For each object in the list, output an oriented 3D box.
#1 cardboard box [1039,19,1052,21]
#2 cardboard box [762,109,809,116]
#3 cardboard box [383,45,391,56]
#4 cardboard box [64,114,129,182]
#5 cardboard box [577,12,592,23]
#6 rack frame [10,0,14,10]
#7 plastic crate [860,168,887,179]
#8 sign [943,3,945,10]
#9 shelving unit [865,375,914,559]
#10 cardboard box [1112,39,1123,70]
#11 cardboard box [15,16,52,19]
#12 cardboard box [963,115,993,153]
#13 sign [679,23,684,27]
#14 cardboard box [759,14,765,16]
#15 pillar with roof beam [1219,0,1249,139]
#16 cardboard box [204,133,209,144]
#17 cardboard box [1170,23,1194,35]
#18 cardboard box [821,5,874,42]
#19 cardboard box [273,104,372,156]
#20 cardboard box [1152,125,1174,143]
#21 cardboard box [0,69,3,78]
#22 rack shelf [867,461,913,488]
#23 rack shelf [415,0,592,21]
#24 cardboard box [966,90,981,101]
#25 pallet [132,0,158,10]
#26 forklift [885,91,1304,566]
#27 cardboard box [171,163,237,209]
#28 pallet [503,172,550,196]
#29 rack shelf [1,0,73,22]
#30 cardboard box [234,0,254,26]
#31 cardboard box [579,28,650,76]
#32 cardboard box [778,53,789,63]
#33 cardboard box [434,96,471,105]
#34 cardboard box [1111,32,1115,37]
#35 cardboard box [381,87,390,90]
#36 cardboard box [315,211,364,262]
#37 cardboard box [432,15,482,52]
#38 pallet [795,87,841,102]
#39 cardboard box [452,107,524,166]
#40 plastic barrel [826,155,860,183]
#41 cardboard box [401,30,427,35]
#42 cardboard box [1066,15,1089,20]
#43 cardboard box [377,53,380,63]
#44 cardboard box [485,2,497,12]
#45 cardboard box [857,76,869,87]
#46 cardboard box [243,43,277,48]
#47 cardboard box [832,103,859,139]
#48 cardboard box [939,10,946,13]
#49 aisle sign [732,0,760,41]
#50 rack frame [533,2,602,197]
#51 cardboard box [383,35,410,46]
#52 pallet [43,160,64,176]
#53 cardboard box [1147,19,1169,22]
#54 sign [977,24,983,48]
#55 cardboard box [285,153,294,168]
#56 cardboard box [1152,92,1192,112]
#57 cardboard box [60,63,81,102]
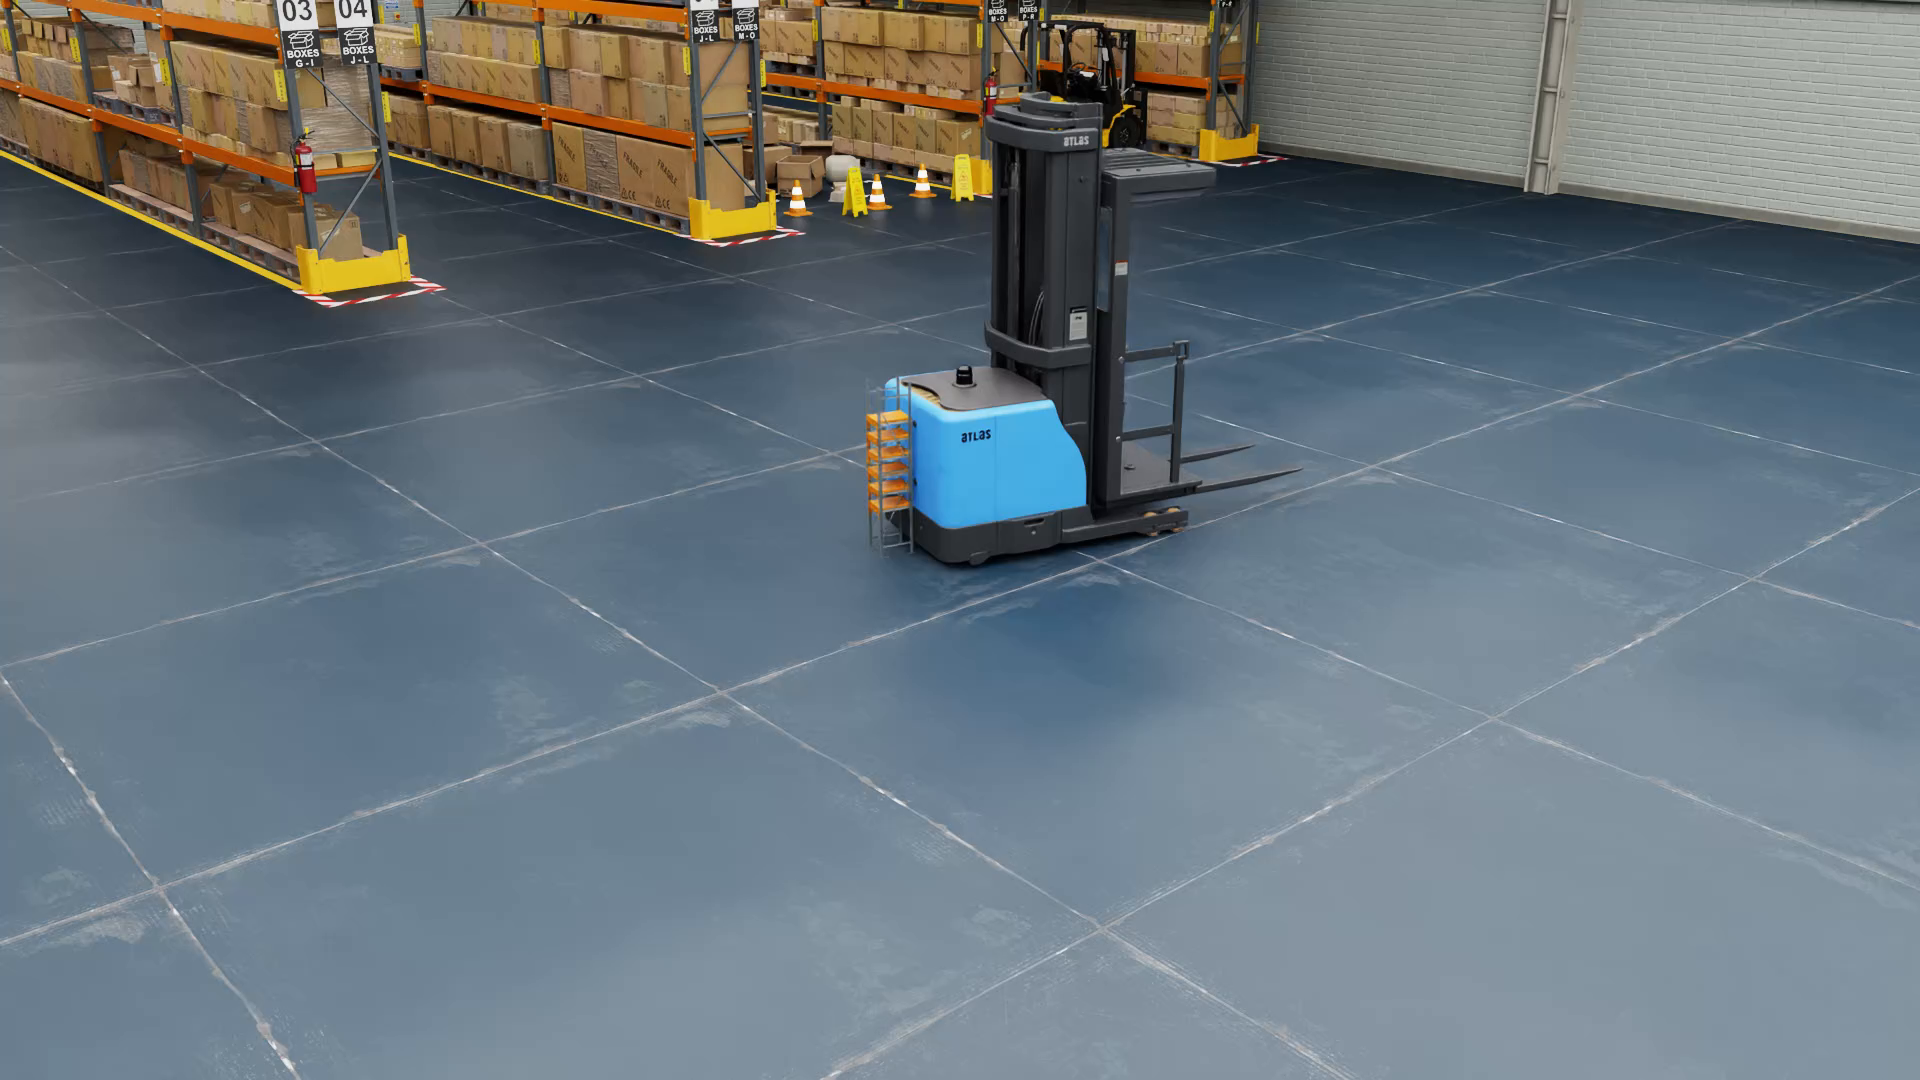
[{"bbox_3d":[1.661,-9.502,30.604,0.380,0.149,0.250,-19,28,-39],"label":"cardboard box"},{"bbox_3d":[-3.166,-7.241,28.887,0.950,0.372,0.625,-16,27,-36],"label":"cardboard box"},{"bbox_3d":[-9.206,-8.025,27.221,0.380,0.149,0.250,-17,27,-36],"label":"cardboard box"},{"bbox_3d":[-12.448,-5.883,24.730,1.225,0.875,0.875,-19,28,-40],"label":"cardboard box"},{"bbox_3d":[-7.047,-10.268,32.079,0.500,0.500,0.500,-17,27,-37],"label":"cardboard box"},{"bbox_3d":[-17.235,-8.692,29.563,1.000,3.000,0.127,-17,27,-37],"label":"rack frame"},{"bbox_3d":[-1.491,-5.747,26.048,0.583,0.080,0.402,12,24,27],"label":"plastic crate"},{"bbox_3d":[-0.329,-10.696,33.091,0.100,0.325,0.005,-17,27,-37],"label":"sign"},{"bbox_3d":[-0.467,-0.479,11.061,0.258,1.200,0.189,-10,24,-24],"label":"shelving unit"},{"bbox_3d":[2.951,-8.356,28.569,0.500,0.500,0.500,-17,27,-37],"label":"cardboard box"},{"bbox_3d":[-15.402,-8.478,27.787,0.500,0.500,0.500,-19,28,-39],"label":"cardboard box"},{"bbox_3d":[0.383,-6.190,25.341,0.500,0.500,0.500,-19,28,-39],"label":"cardboard box"},{"bbox_3d":[-4.924,-9.247,29.392,0.100,0.325,0.005,-17,27,-37],"label":"sign"},{"bbox_3d":[-3.322,-8.883,28.929,0.500,0.500,0.500,-20,29,-41],"label":"cardboard box"},{"bbox_3d":[1.441,-9.989,24.647,9.100,9.000,0.400,-17,27,-37],"label":"pillar with roof beam"},{"bbox_3d":[-8.982,-4.927,20.295,0.380,0.149,0.250,-17,27,-37],"label":"cardboard box"},{"bbox_3d":[3.705,-8.476,27.576,0.380,0.149,0.250,-17,27,-36],"label":"cardboard box"},{"bbox_3d":[-1.772,-8.213,26.424,0.700,0.500,0.500,-18,28,-38],"label":"cardboard box"},{"bbox_3d":[-7.130,-4.615,18.609,0.875,0.500,0.500,-17,27,-37],"label":"cardboard box"},{"bbox_3d":[3.611,-6.923,28.240,0.500,0.250,0.500,-17,27,-37],"label":"cardboard box"},{"bbox_3d":[-15.575,-7.689,27.347,0.380,0.149,0.250,-17,27,-36],"label":"cardboard box"},{"bbox_3d":[-0.467,-0.437,11.077,0.258,0.103,0.180,-10,24,-24],"label":"rack shelf"},{"bbox_3d":[-6.884,-8.144,25.036,1.077,0.370,4.000,-17,27,-37],"label":"rack shelf"},{"bbox_3d":[0.310,-6.566,24.479,0.380,0.149,0.250,-16,27,-36],"label":"cardboard box"},{"bbox_3d":[-9.725,-6.882,21.085,1.213,0.211,1.003,-17,27,-37],"label":"pallet"},{"bbox_3d":[1.028,-1.550,11.423,3.031,2.935,1.130,-10,24,-24],"label":"forklift"},{"bbox_3d":[-10.084,-4.728,22.268,0.700,0.500,0.500,-18,27,-38],"label":"cardboard box"},{"bbox_3d":[-6.140,-5.426,25.048,1.003,0.211,1.213,-17,27,-37],"label":"pallet"},{"bbox_3d":[-13.319,-8.096,24.915,1.077,0.370,4.000,-17,27,-37],"label":"rack shelf"},{"bbox_3d":[-7.627,-5.808,18.293,0.500,0.250,0.500,-17,27,-37],"label":"cardboard box"},{"bbox_3d":[-4.669,-6.686,22.754,0.875,0.550,0.550,-17,27,-37],"label":"cardboard box"},{"bbox_3d":[-2.794,-8.030,27.642,0.380,0.149,0.250,-18,28,-38],"label":"cardboard box"},{"bbox_3d":[-8.456,-7.263,27.739,0.500,0.250,0.500,-19,28,-40],"label":"cardboard box"},{"bbox_3d":[2.686,-8.756,28.699,0.380,0.149,0.250,-19,28,-39],"label":"cardboard box"},{"bbox_3d":[-10.169,-7.707,28.871,0.500,0.250,0.500,-17,27,-36],"label":"cardboard box"},{"bbox_3d":[-7.186,-3.479,19.106,0.500,0.500,0.500,-12,24,-28],"label":"cardboard box"},{"bbox_3d":[-7.904,-8.020,26.340,0.700,0.500,0.500,-18,27,-38],"label":"cardboard box"},{"bbox_3d":[-2.799,-9.614,35.742,1.003,0.211,1.213,-17,27,-37],"label":"pallet"},{"bbox_3d":[-7.287,-6.352,26.098,1.050,0.750,0.750,-17,27,-37],"label":"cardboard box"},{"bbox_3d":[-1.779,-5.641,25.306,0.512,0.421,0.421,0,21,-1],"label":"plastic barrel"},{"bbox_3d":[-9.204,-8.527,28.094,0.380,0.149,0.250,-16,27,-36],"label":"cardboard box"},{"bbox_3d":[2.099,-9.200,29.426,0.380,0.149,0.250,-17,27,-37],"label":"cardboard box"},{"bbox_3d":[-9.526,-8.024,27.625,0.380,0.149,0.250,-19,28,-40],"label":"cardboard box"},{"bbox_3d":[-9.630,-11.363,34.874,0.500,0.500,0.500,-18,28,-39],"label":"cardboard box"},{"bbox_3d":[-1.396,-7.255,26.239,0.380,0.149,0.250,-16,27,-36],"label":"cardboard box"},{"bbox_3d":[-8.247,-5.692,19.988,0.500,0.500,0.500,-17,27,-37],"label":"cardboard box"},{"bbox_3d":[-1.714,-6.773,26.829,0.500,0.500,0.500,-16,26,-35],"label":"cardboard box"},{"bbox_3d":[-0.382,-10.330,32.719,0.380,0.149,0.250,-16,27,-36],"label":"cardboard box"},{"bbox_3d":[-2.694,-6.686,20.878,0.394,0.787,0.004,-17,27,-37],"label":"aisle sign"},{"bbox_3d":[-5.579,-6.529,24.041,1.000,3.000,0.127,-17,27,-37],"label":"rack frame"},{"bbox_3d":[-9.190,-8.159,27.154,0.380,0.149,0.250,-16,27,-36],"label":"cardboard box"},{"bbox_3d":[-14.064,-6.093,26.751,1.003,0.211,1.213,-17,27,-37],"label":"pallet"},{"bbox_3d":[3.429,-8.878,28.604,0.380,0.149,0.250,-17,27,-37],"label":"cardboard box"},{"bbox_3d":[0.283,-7.190,23.708,0.100,0.325,0.005,-17,27,-37],"label":"sign"},{"bbox_3d":[-7.296,-4.253,18.575,0.380,0.149,0.250,-17,27,-37],"label":"cardboard box"},{"bbox_3d":[3.600,-7.387,28.054,0.500,0.250,0.500,-17,27,-36],"label":"cardboard box"},{"bbox_3d":[-12.844,-6.745,24.454,0.500,0.500,0.500,-18,28,-38],"label":"cardboard box"}]
